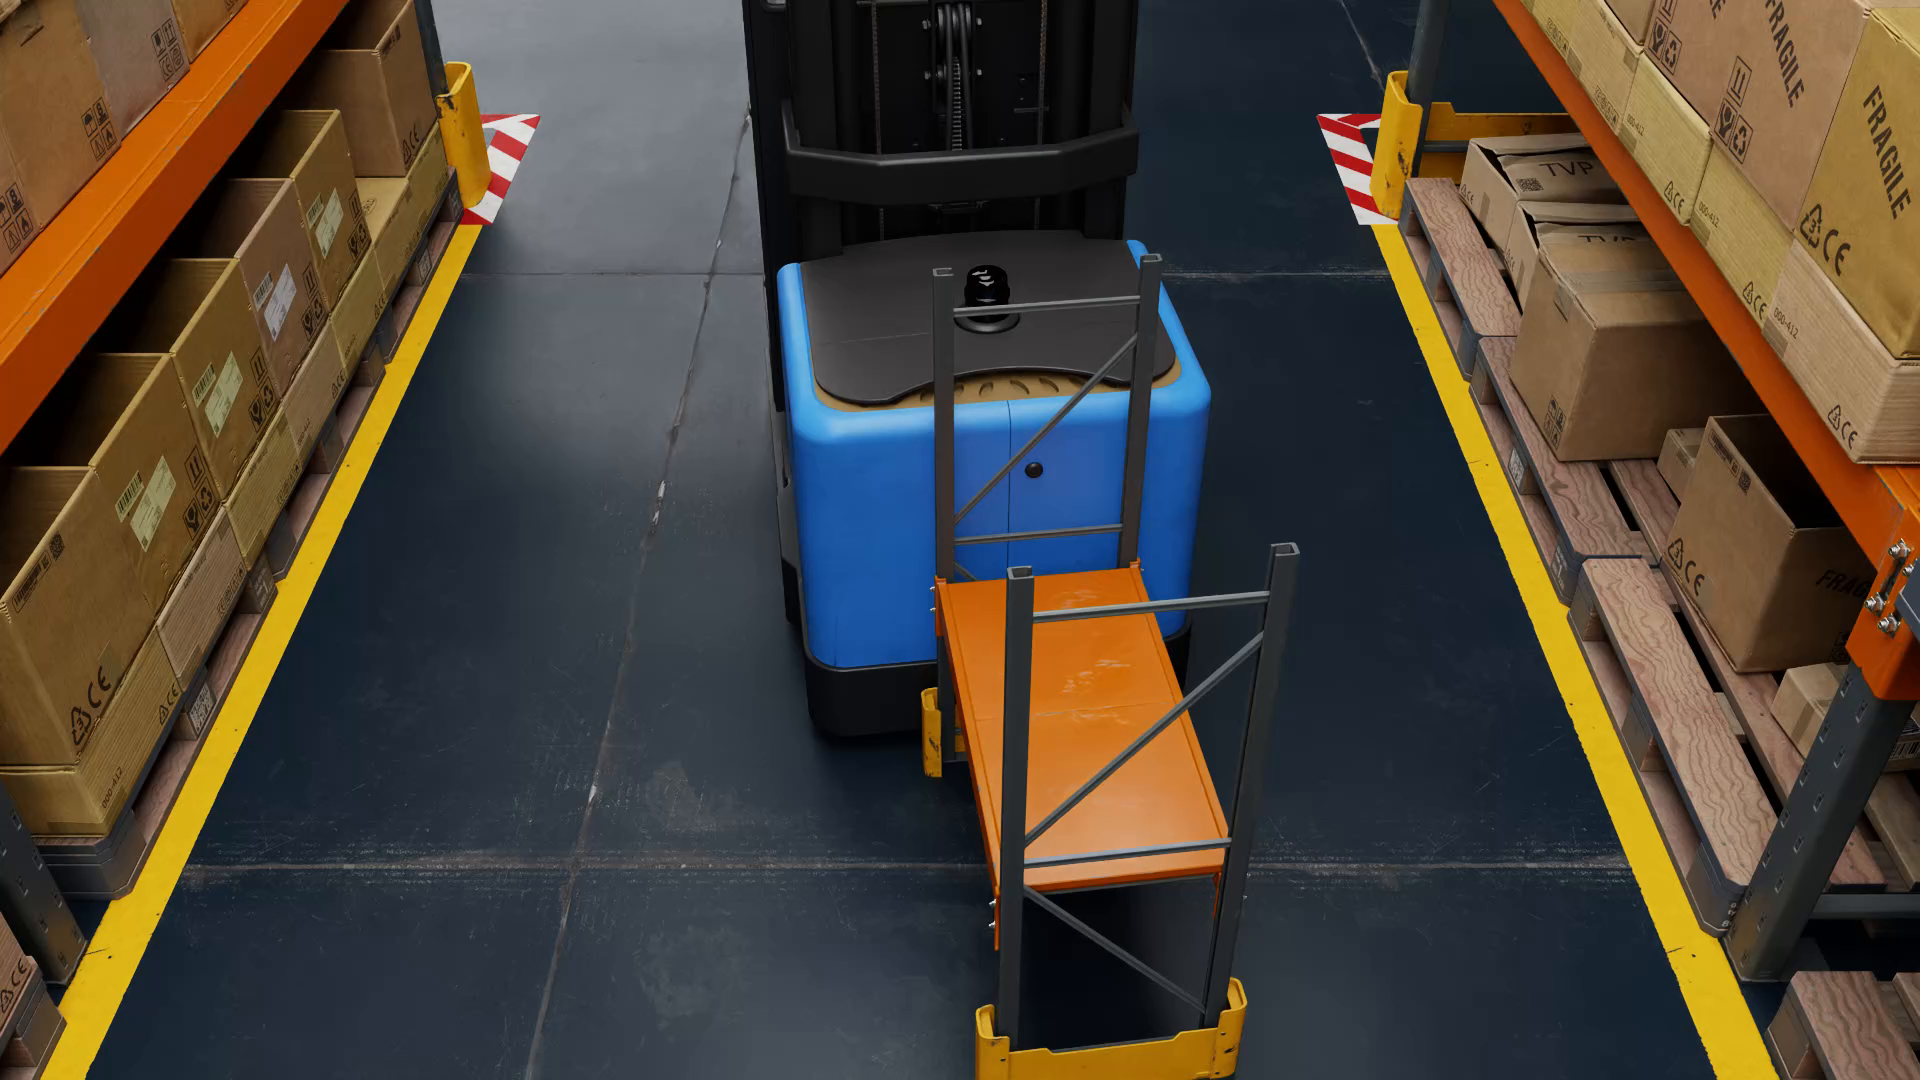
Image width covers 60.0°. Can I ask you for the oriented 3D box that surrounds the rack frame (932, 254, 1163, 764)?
[{"bbox_3d":[0.190,-0.010,4.063,0.500,1.500,0.032,-5,39,-6],"label":"rack frame"}]

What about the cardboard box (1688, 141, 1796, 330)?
[{"bbox_3d":[2.050,-0.714,3.846,0.500,0.250,0.500,0,39,0],"label":"cardboard box"}]

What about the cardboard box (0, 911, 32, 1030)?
[{"bbox_3d":[-2.318,1.017,3.445,0.500,0.250,0.500,0,39,0],"label":"cardboard box"}]

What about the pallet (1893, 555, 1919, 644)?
[{"bbox_3d":[2.201,0.396,2.511,1.003,0.211,1.213,0,39,0],"label":"pallet"}]

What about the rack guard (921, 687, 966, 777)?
[{"bbox_3d":[0.193,0.490,4.439,0.587,0.250,0.087,-5,39,-6],"label":"rack guard"}]

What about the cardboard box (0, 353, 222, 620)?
[{"bbox_3d":[-2.304,-0.138,4.287,0.500,0.500,0.500,0,39,0],"label":"cardboard box"}]

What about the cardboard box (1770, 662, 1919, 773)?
[{"bbox_3d":[2.315,0.442,4.213,0.380,0.166,0.250,-5,39,-6],"label":"cardboard box"}]

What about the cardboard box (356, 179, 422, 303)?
[{"bbox_3d":[-2.304,-1.096,6.082,0.500,0.250,0.500,0,39,0],"label":"cardboard box"}]

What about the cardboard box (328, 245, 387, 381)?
[{"bbox_3d":[-2.302,-0.783,5.692,0.500,0.250,0.500,0,39,0],"label":"cardboard box"}]

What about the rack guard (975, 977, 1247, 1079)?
[{"bbox_3d":[0.328,1.107,3.669,0.587,0.250,0.087,-5,39,-6],"label":"rack guard"}]

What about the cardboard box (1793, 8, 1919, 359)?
[{"bbox_3d":[2.036,-0.695,3.222,0.500,0.500,0.500,0,39,0],"label":"cardboard box"}]

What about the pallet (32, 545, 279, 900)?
[{"bbox_3d":[-2.567,0.439,4.533,1.003,0.211,1.213,0,39,0],"label":"pallet"}]

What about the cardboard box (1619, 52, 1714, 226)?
[{"bbox_3d":[2.034,-1.029,4.239,0.500,0.250,0.500,0,39,0],"label":"cardboard box"}]

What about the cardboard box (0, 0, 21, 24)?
[{"bbox_3d":[-2.417,-1.251,3.813,0.380,0.149,0.250,-1,39,-2],"label":"cardboard box"}]

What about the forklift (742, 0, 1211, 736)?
[{"bbox_3d":[-0.087,-1.533,4.820,1.130,2.935,3.031,-5,39,-6],"label":"forklift"}]

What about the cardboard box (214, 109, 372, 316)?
[{"bbox_3d":[-2.299,-1.076,5.457,0.500,0.500,0.500,0,39,0],"label":"cardboard box"}]

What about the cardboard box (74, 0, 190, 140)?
[{"bbox_3d":[-2.620,-1.432,4.558,0.700,0.500,0.500,1,39,1],"label":"cardboard box"}]

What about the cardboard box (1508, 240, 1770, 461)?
[{"bbox_3d":[2.203,-0.607,5.256,0.700,0.500,0.500,-2,39,-3],"label":"cardboard box"}]

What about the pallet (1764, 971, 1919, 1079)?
[{"bbox_3d":[2.348,1.418,3.312,1.003,0.211,1.213,0,39,0],"label":"pallet"}]

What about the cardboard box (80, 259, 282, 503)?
[{"bbox_3d":[-2.297,-0.450,4.677,0.500,0.500,0.500,0,39,0],"label":"cardboard box"}]

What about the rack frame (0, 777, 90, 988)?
[{"bbox_3d":[-2.608,-0.151,3.040,1.000,3.000,0.127,0,39,0],"label":"rack frame"}]

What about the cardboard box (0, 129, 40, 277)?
[{"bbox_3d":[-2.622,-0.798,3.767,0.700,0.500,0.500,0,39,-1],"label":"cardboard box"}]

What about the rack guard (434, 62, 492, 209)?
[{"bbox_3d":[-2.613,-1.692,6.962,1.175,0.500,0.348,0,39,0],"label":"rack guard"}]

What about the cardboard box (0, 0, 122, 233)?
[{"bbox_3d":[-2.619,-1.111,4.158,0.700,0.500,0.500,1,39,1],"label":"cardboard box"}]

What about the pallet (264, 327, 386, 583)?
[{"bbox_3d":[-2.571,-0.325,5.487,1.003,0.211,1.213,0,39,0],"label":"pallet"}]

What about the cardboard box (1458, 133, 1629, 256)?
[{"bbox_3d":[2.252,-1.348,6.332,0.500,0.311,0.500,-4,39,-5],"label":"cardboard box"}]

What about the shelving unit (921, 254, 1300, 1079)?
[{"bbox_3d":[0.260,0.311,3.663,0.587,1.500,1.083,-5,39,-6],"label":"shelving unit"}]

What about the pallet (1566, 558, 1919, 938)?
[{"bbox_3d":[2.310,0.511,4.444,1.003,0.211,1.213,0,39,0],"label":"pallet"}]

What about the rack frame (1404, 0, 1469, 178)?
[{"bbox_3d":[2.341,-2.659,6.169,1.000,3.000,0.127,0,39,0],"label":"rack frame"}]

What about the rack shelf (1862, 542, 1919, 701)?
[{"bbox_3d":[2.348,1.374,1.712,1.077,0.370,4.000,0,39,0],"label":"rack shelf"}]

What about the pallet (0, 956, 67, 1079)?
[{"bbox_3d":[-2.568,1.397,3.337,1.003,0.211,1.213,0,39,0],"label":"pallet"}]

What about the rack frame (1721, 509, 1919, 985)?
[{"bbox_3d":[2.346,-0.157,3.048,1.000,3.000,0.127,0,39,0],"label":"rack frame"}]

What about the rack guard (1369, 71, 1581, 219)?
[{"bbox_3d":[2.341,-1.636,6.891,1.175,0.500,0.348,0,39,0],"label":"rack guard"}]

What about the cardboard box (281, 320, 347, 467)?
[{"bbox_3d":[-2.303,-0.470,5.301,0.500,0.250,0.500,0,39,0],"label":"cardboard box"}]

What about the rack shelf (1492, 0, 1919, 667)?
[{"bbox_3d":[2.343,-1.127,4.833,1.077,0.370,4.000,0,39,0],"label":"rack shelf"}]

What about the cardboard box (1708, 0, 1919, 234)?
[{"bbox_3d":[2.030,-1.007,3.612,0.500,0.500,0.500,0,39,0],"label":"cardboard box"}]

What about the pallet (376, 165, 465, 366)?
[{"bbox_3d":[-2.570,-1.086,6.437,1.003,0.211,1.213,0,39,0],"label":"pallet"}]

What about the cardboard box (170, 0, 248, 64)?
[{"bbox_3d":[-2.625,-1.761,4.969,0.700,0.500,0.500,0,39,0],"label":"cardboard box"}]

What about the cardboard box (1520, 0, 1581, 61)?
[{"bbox_3d":[2.034,-1.659,5.026,0.500,0.250,0.500,-1,39,-1],"label":"cardboard box"}]

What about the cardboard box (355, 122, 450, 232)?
[{"bbox_3d":[-2.316,-1.409,6.472,0.500,0.250,0.500,0,39,0],"label":"cardboard box"}]

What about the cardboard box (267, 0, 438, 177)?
[{"bbox_3d":[-2.314,-1.701,6.237,0.500,0.500,0.500,0,39,0],"label":"cardboard box"}]

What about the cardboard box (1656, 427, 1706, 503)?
[{"bbox_3d":[2.364,-0.217,5.050,0.380,0.149,0.250,-3,39,-4],"label":"cardboard box"}]

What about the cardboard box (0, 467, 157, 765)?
[{"bbox_3d":[-2.295,0.175,3.896,0.500,0.500,0.500,0,39,0],"label":"cardboard box"}]

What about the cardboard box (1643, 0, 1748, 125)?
[{"bbox_3d":[2.040,-1.322,4.005,0.500,0.500,0.500,-1,39,-1],"label":"cardboard box"}]

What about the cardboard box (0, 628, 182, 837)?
[{"bbox_3d":[-2.305,0.468,4.131,0.500,0.250,0.500,0,39,0],"label":"cardboard box"}]

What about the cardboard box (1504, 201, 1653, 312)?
[{"bbox_3d":[2.253,-0.992,5.887,0.500,0.311,0.500,3,39,4],"label":"cardboard box"}]

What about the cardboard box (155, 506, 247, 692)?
[{"bbox_3d":[-2.301,0.155,4.521,0.500,0.250,0.500,0,39,0],"label":"cardboard box"}]

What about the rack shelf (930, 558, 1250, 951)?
[{"bbox_3d":[0.259,0.445,3.782,0.538,0.185,1.000,-5,39,-6],"label":"rack shelf"}]

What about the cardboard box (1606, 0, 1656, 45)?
[{"bbox_3d":[2.039,-1.647,4.411,0.500,0.500,0.500,1,39,1],"label":"cardboard box"}]

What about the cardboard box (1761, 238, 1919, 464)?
[{"bbox_3d":[2.042,-0.403,3.458,0.500,0.250,0.500,0,39,0],"label":"cardboard box"}]

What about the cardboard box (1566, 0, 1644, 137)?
[{"bbox_3d":[2.032,-1.343,4.631,0.500,0.250,0.500,0,39,0],"label":"cardboard box"}]

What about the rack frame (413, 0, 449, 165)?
[{"bbox_3d":[-2.613,-2.653,6.162,1.000,3.000,0.127,0,39,0],"label":"rack frame"}]

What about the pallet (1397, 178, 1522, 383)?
[{"bbox_3d":[2.307,-1.015,6.348,1.003,0.211,1.213,0,39,0],"label":"pallet"}]

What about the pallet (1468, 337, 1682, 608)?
[{"bbox_3d":[2.305,-0.254,5.398,1.003,0.211,1.213,0,39,0],"label":"pallet"}]

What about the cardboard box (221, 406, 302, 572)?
[{"bbox_3d":[-2.296,-0.158,4.911,0.500,0.250,0.500,0,39,0],"label":"cardboard box"}]

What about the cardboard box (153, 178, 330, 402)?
[{"bbox_3d":[-2.299,-0.763,5.067,0.500,0.500,0.500,0,39,0],"label":"cardboard box"}]

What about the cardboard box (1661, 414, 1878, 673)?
[{"bbox_3d":[2.305,-0.003,4.502,0.500,0.500,0.500,-3,39,-3],"label":"cardboard box"}]

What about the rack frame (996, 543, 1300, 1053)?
[{"bbox_3d":[0.328,0.620,3.277,0.500,1.500,0.032,-5,39,-6],"label":"rack frame"}]
